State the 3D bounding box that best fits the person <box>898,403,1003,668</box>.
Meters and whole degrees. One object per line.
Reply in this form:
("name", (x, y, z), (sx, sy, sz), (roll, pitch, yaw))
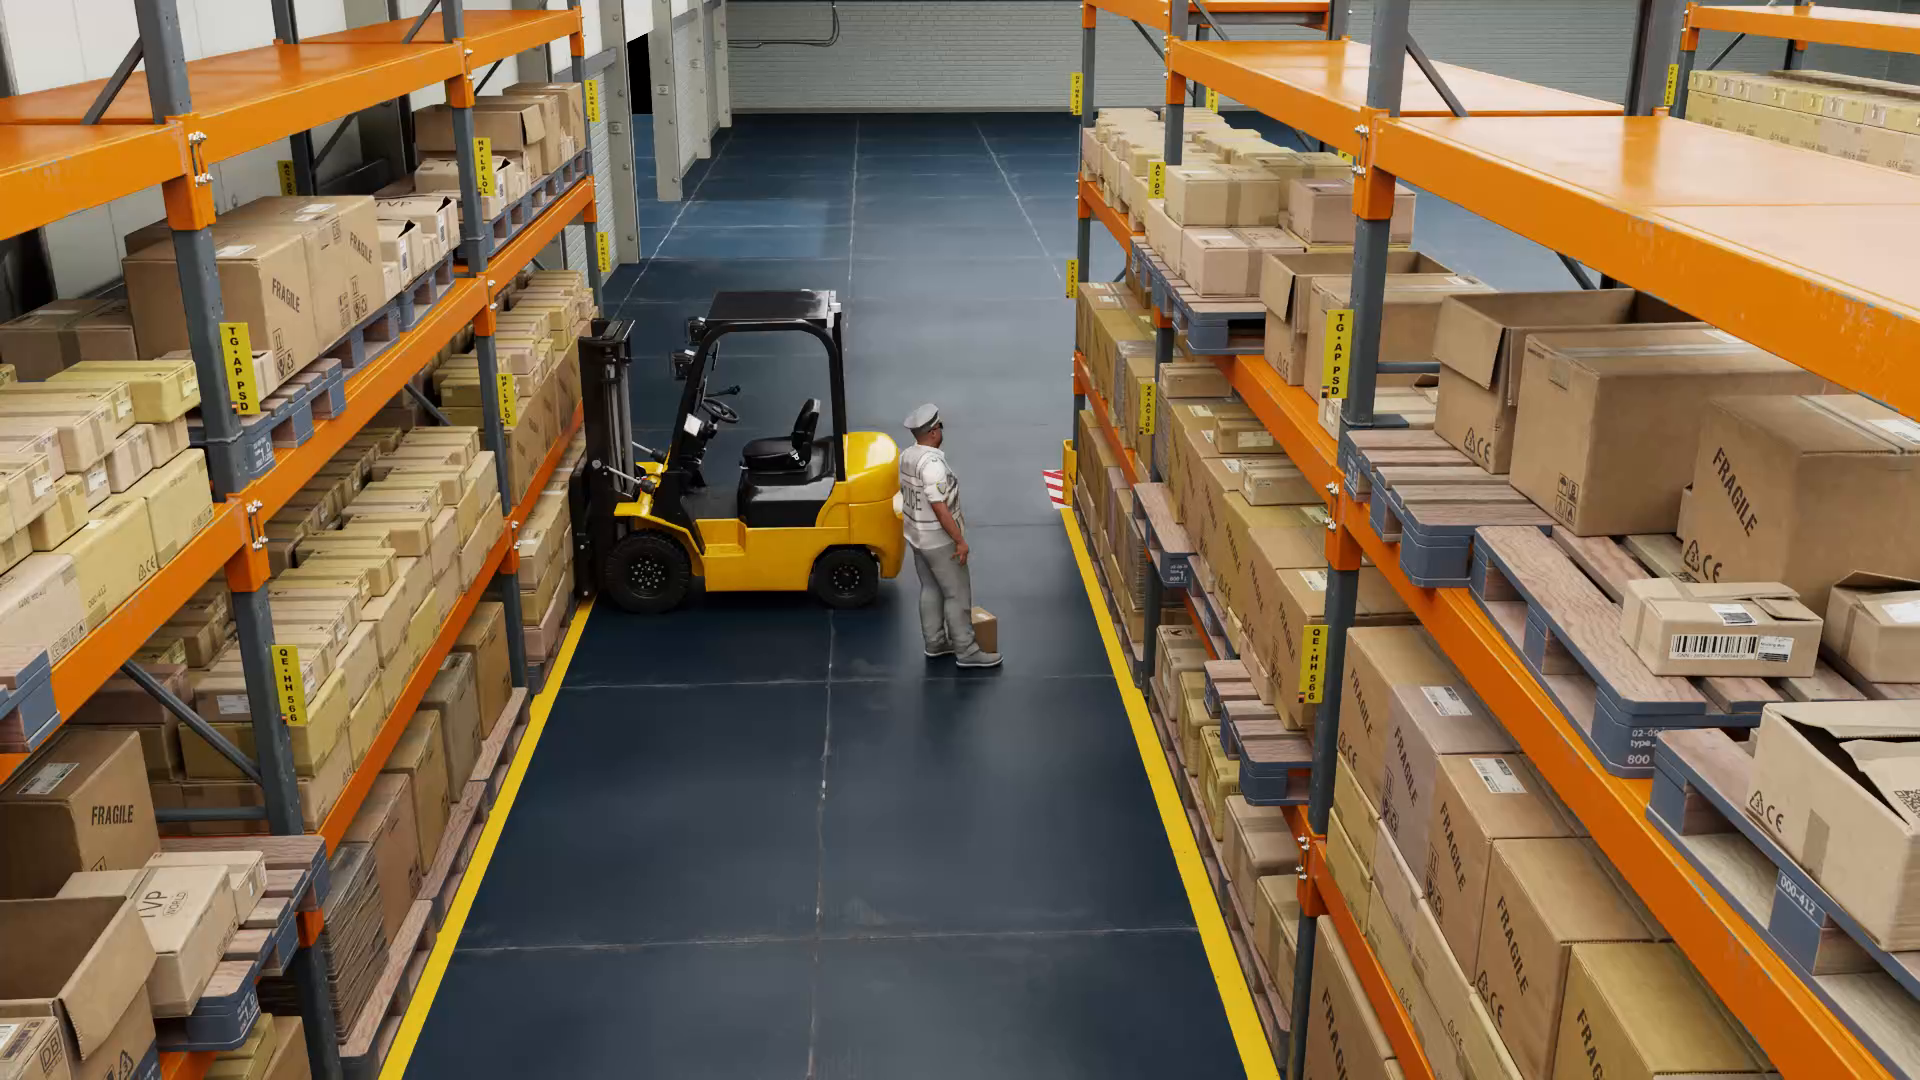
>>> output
("person", (-0.086, -0.044, 11.117), (0.575, 1.781, 0.640), (-10, 23, -26))
